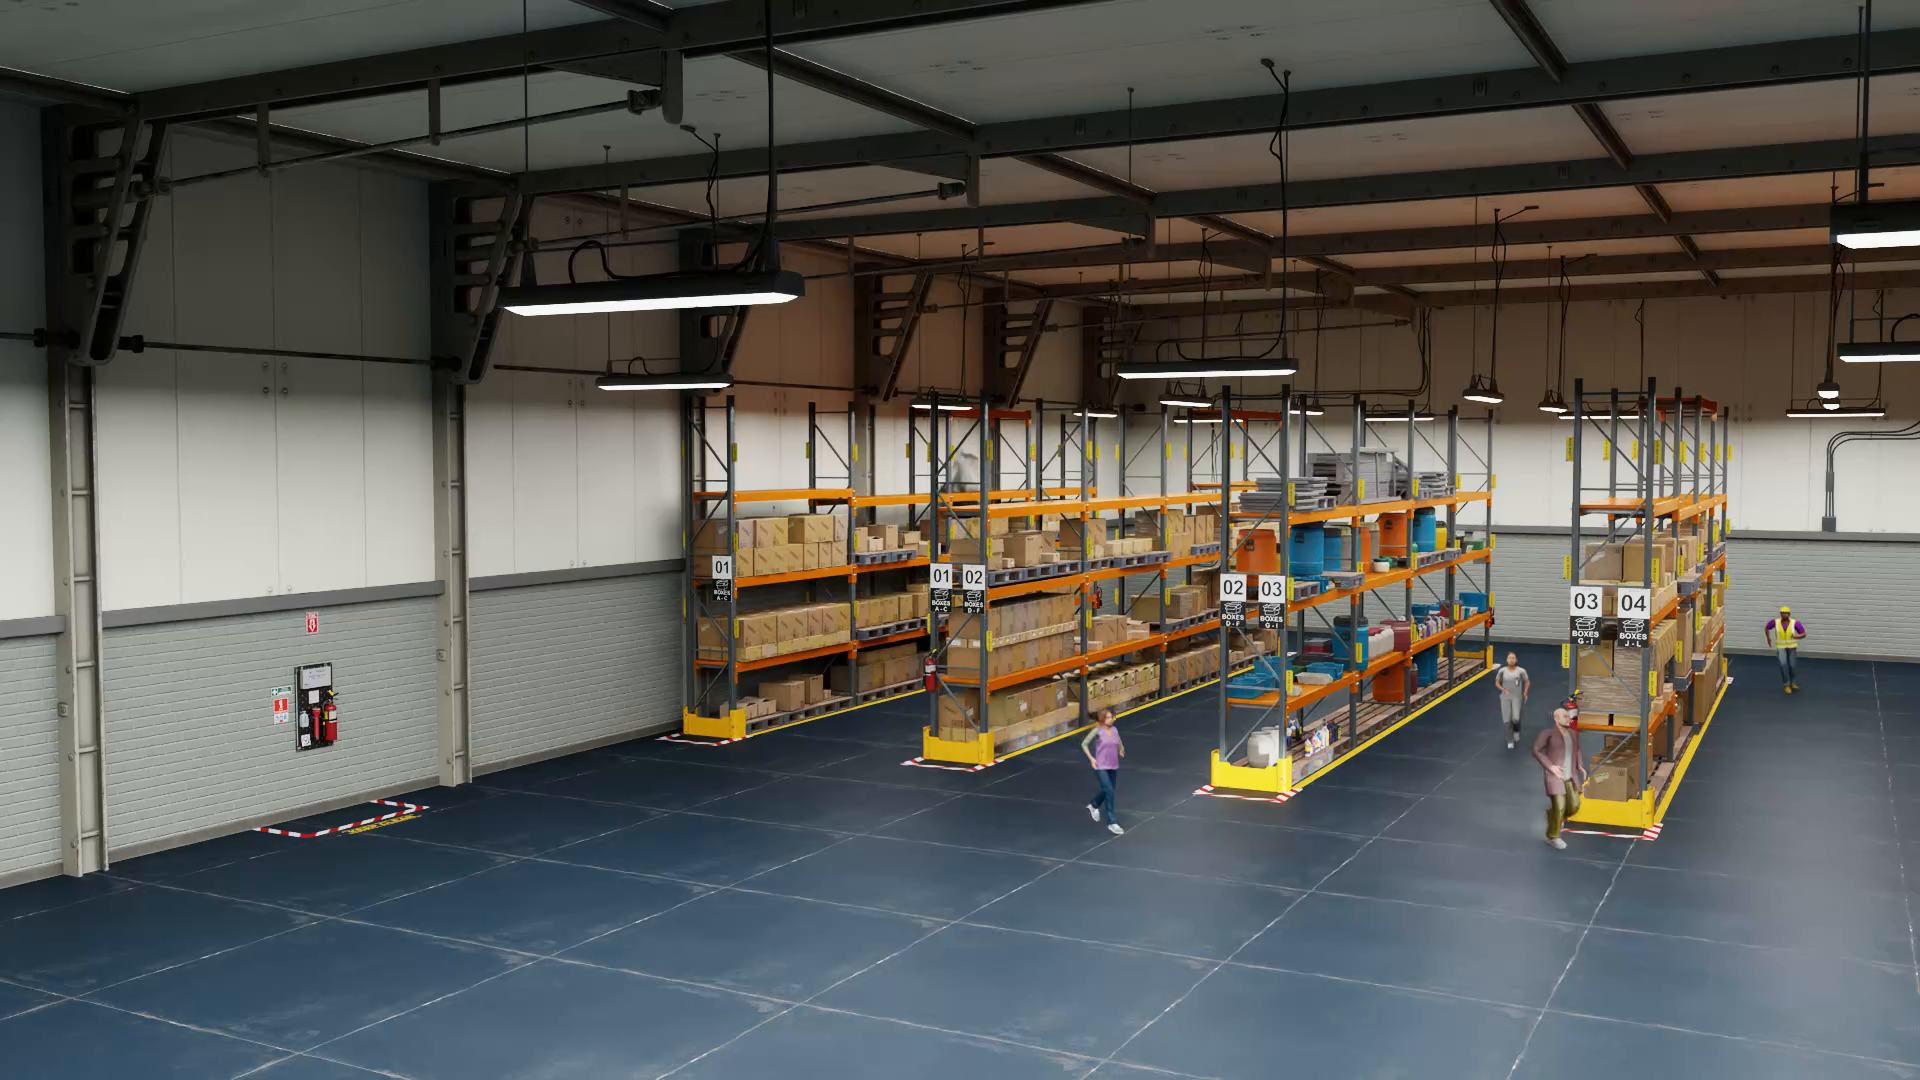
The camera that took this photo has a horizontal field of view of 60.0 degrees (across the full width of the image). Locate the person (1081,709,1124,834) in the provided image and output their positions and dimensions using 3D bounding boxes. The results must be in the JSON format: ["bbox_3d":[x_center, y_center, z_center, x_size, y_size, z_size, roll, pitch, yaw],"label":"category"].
[{"bbox_3d":[1.911,3.031,22.033,0.546,1.599,0.819,-2,4,-33],"label":"person"}]

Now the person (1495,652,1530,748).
[{"bbox_3d":[9.339,2.707,28.137,0.558,1.631,0.555,1,3,21],"label":"person"}]

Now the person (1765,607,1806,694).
[{"bbox_3d":[17.287,2.286,34.831,0.774,1.793,0.870,1,3,25],"label":"person"}]

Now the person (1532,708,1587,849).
[{"bbox_3d":[7.677,3.032,21.218,0.772,1.749,0.520,-1,3,-17],"label":"person"}]
